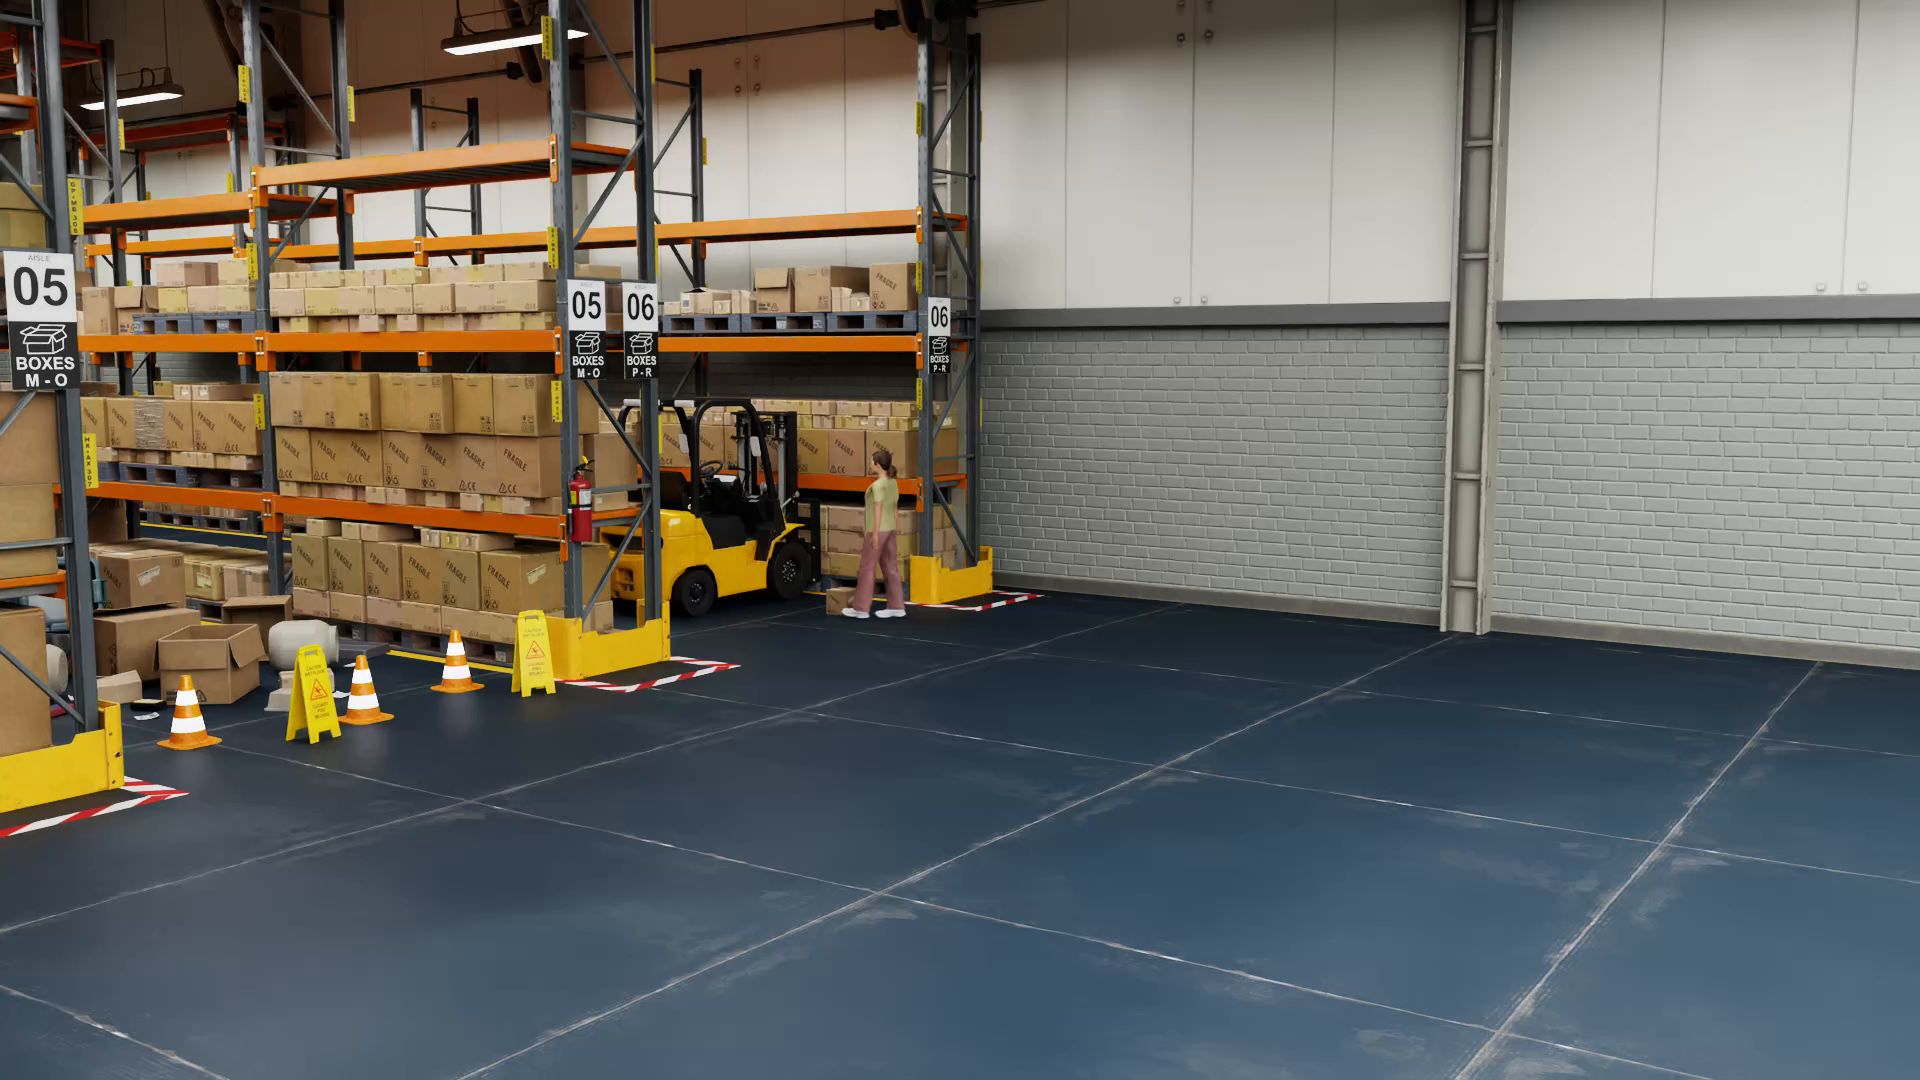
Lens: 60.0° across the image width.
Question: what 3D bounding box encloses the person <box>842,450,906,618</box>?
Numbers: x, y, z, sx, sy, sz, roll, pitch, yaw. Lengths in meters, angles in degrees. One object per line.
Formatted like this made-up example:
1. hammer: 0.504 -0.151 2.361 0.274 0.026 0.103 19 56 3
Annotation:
1. person: -0.860 -0.060 16.492 0.595 1.673 0.455 3 7 22
